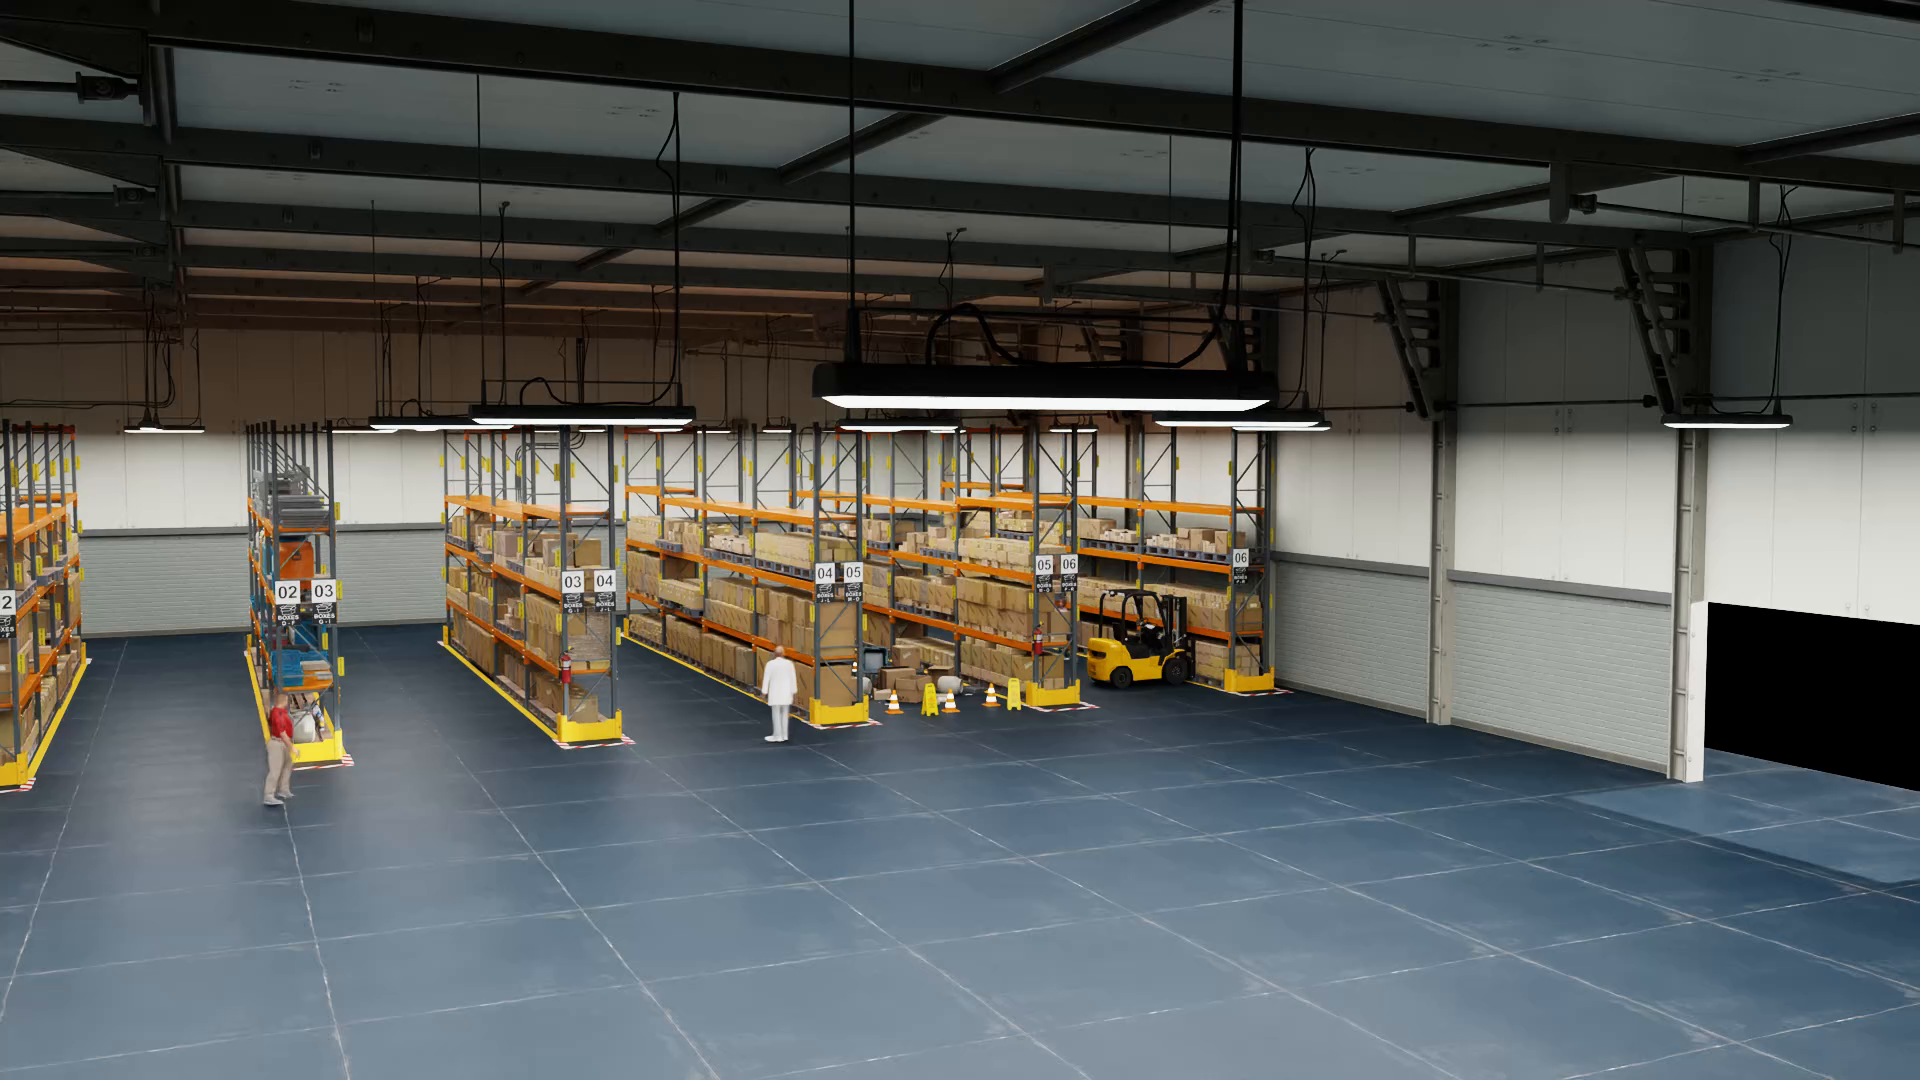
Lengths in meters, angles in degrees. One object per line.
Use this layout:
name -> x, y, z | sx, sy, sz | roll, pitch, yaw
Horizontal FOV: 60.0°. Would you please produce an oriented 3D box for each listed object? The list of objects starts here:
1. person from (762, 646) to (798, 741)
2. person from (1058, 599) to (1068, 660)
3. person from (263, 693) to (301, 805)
person -> -3.379, 2.892, 31.189 | 0.659, 1.815, 0.428 | -1, 4, -14
person -> 2.559, 2.290, 42.386 | 0.409, 1.583, 0.467 | -1, 4, -9
person -> -10.617, 3.264, 26.031 | 0.572, 1.761, 0.664 | -1, 4, -20
